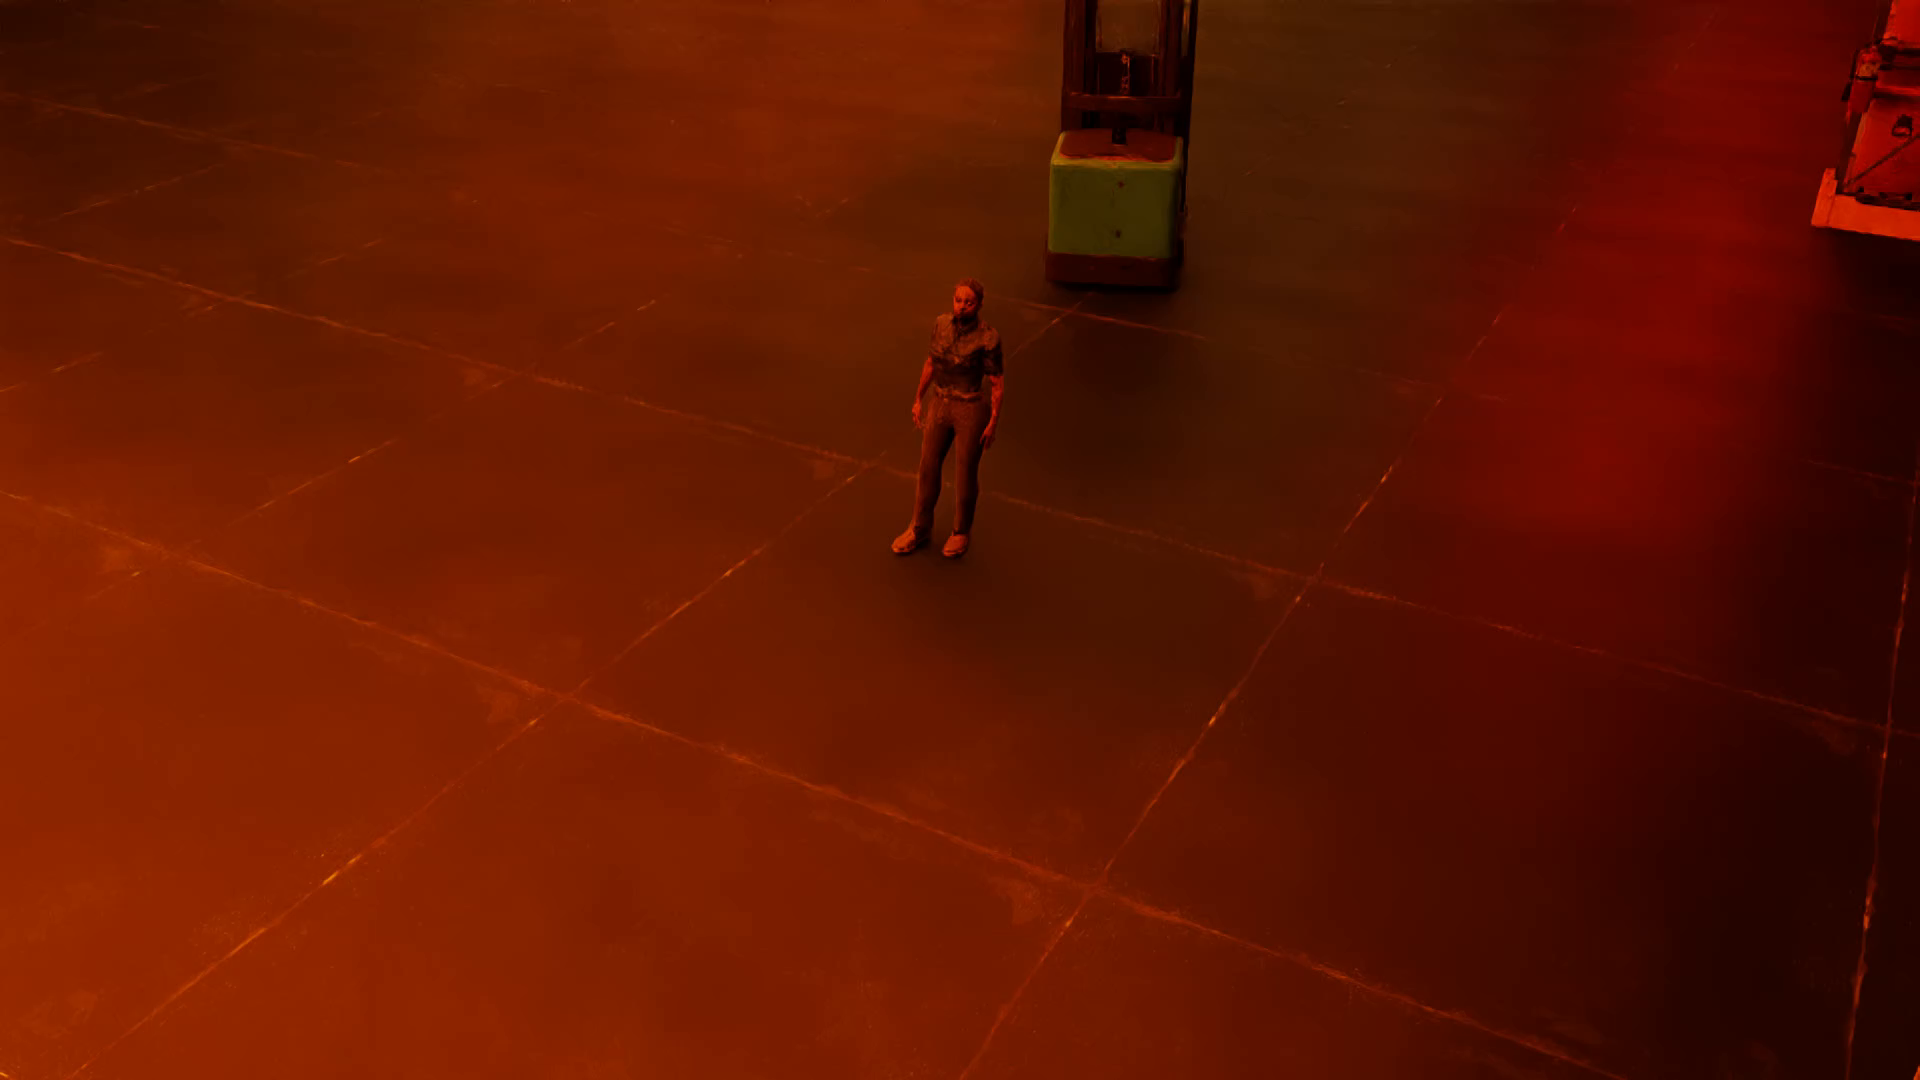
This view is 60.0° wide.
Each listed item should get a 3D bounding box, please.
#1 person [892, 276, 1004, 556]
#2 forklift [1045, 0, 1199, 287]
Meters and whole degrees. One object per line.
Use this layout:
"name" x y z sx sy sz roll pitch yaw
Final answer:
"person" -0.060 -0.689 9.528 0.570 1.654 0.503 15 33 25
"forklift" 1.437 -4.026 14.047 1.130 2.935 3.031 4 30 8
